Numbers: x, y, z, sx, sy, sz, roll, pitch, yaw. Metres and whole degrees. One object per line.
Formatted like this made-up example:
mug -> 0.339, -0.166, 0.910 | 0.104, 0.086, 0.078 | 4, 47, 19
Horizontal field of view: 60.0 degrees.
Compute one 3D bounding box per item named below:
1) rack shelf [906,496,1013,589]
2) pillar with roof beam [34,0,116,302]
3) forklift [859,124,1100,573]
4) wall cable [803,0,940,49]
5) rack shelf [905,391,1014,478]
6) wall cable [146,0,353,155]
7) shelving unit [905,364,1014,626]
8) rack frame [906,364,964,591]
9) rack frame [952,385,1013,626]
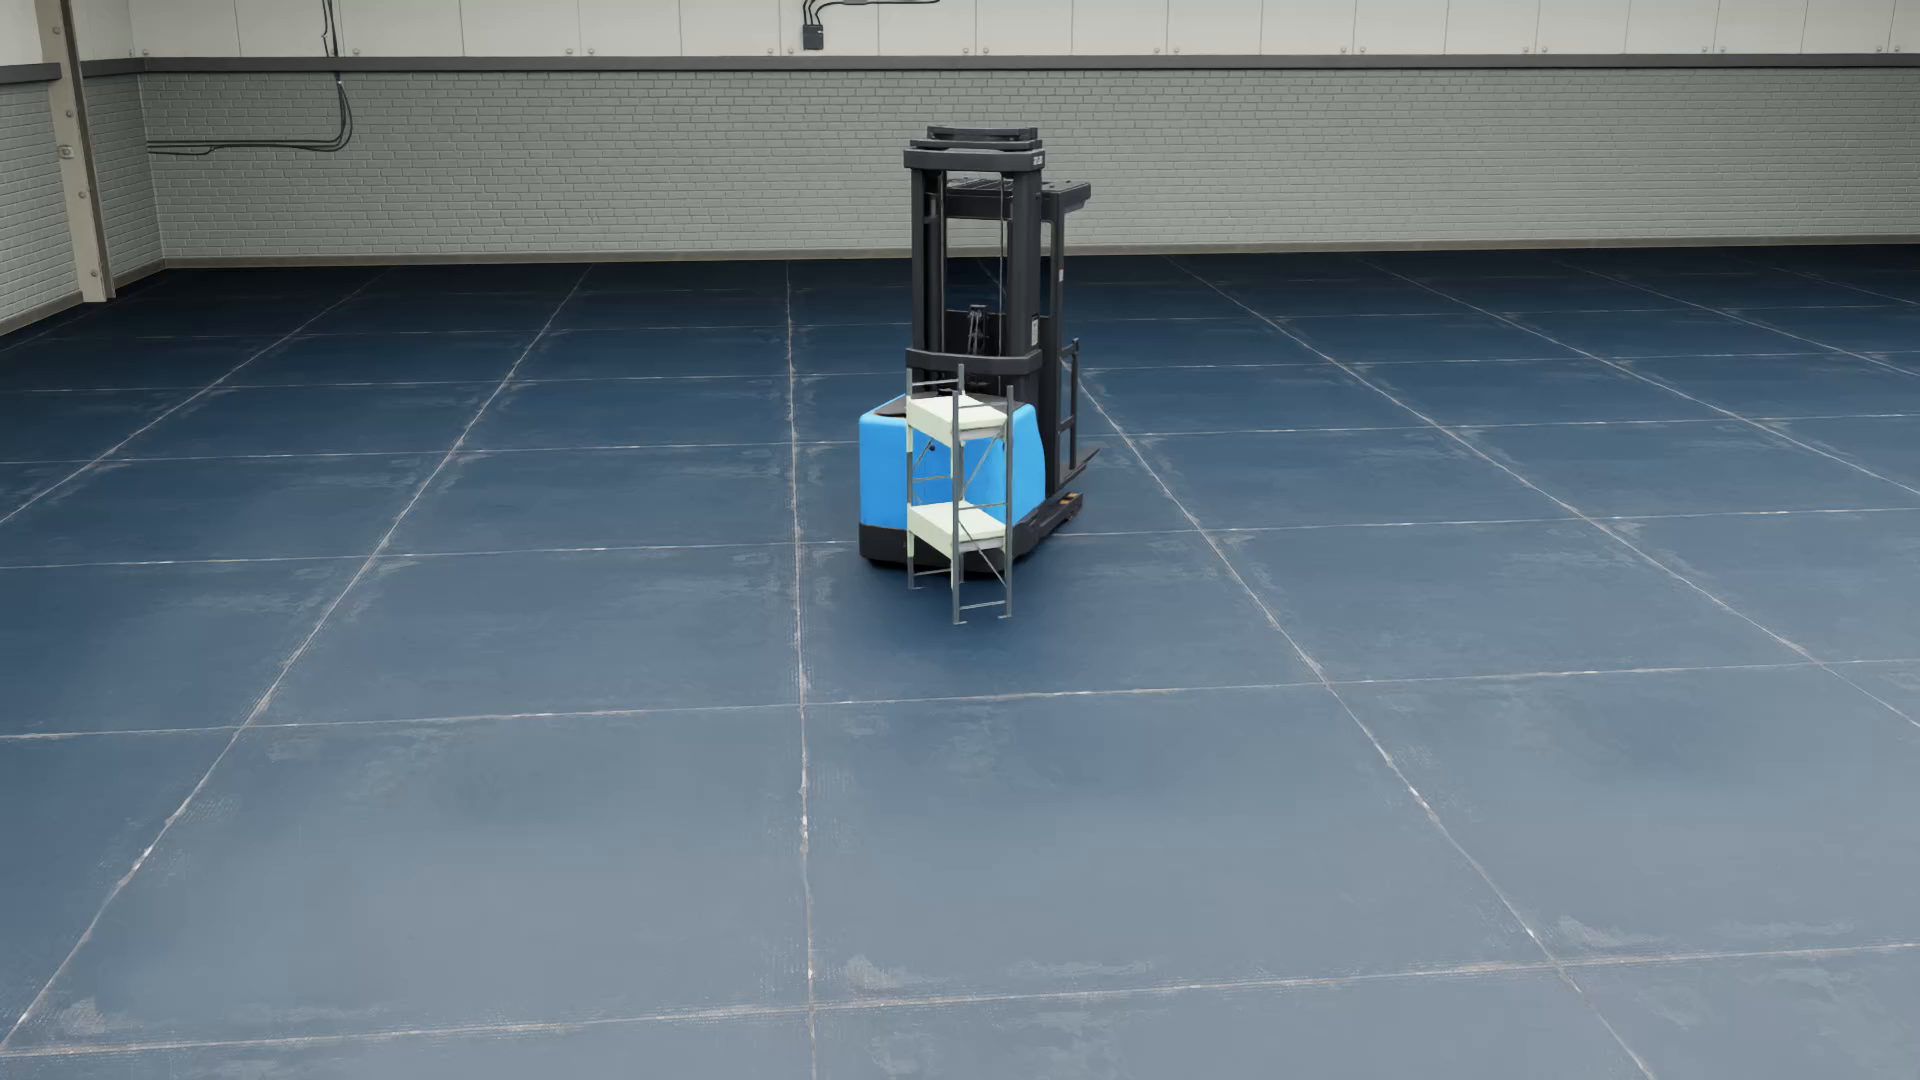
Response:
rack shelf -> -0.012, 0.006, 10.741 | 0.431, 0.370, 0.720 | -8, 19, -23
pillar with roof beam -> -7.413, -7.692, 21.655 | 9.100, 9.000, 0.400 | -2, 18, -6
forklift -> 0.305, -1.578, 12.310 | 1.130, 2.935, 3.031 | 7, 19, 20
wall cable -> -1.239, -10.389, 24.567 | 2.305, 6.003, 0.169 | -2, 18, -6
rack shelf -> -0.012, -0.677, 10.527 | 0.431, 0.370, 0.720 | -8, 19, -23
wall cable -> -10.684, -6.996, 24.623 | 3.097, 2.526, 0.112 | -2, 18, -6
shelving unit -> -0.012, -0.305, 10.644 | 0.431, 1.500, 0.755 | -8, 19, -23
rack frame -> -0.163, -0.405, 10.962 | 0.400, 1.500, 0.023 | -8, 19, -23
rack frame -> 0.139, -0.205, 10.325 | 0.400, 1.500, 0.023 | -8, 19, -23
